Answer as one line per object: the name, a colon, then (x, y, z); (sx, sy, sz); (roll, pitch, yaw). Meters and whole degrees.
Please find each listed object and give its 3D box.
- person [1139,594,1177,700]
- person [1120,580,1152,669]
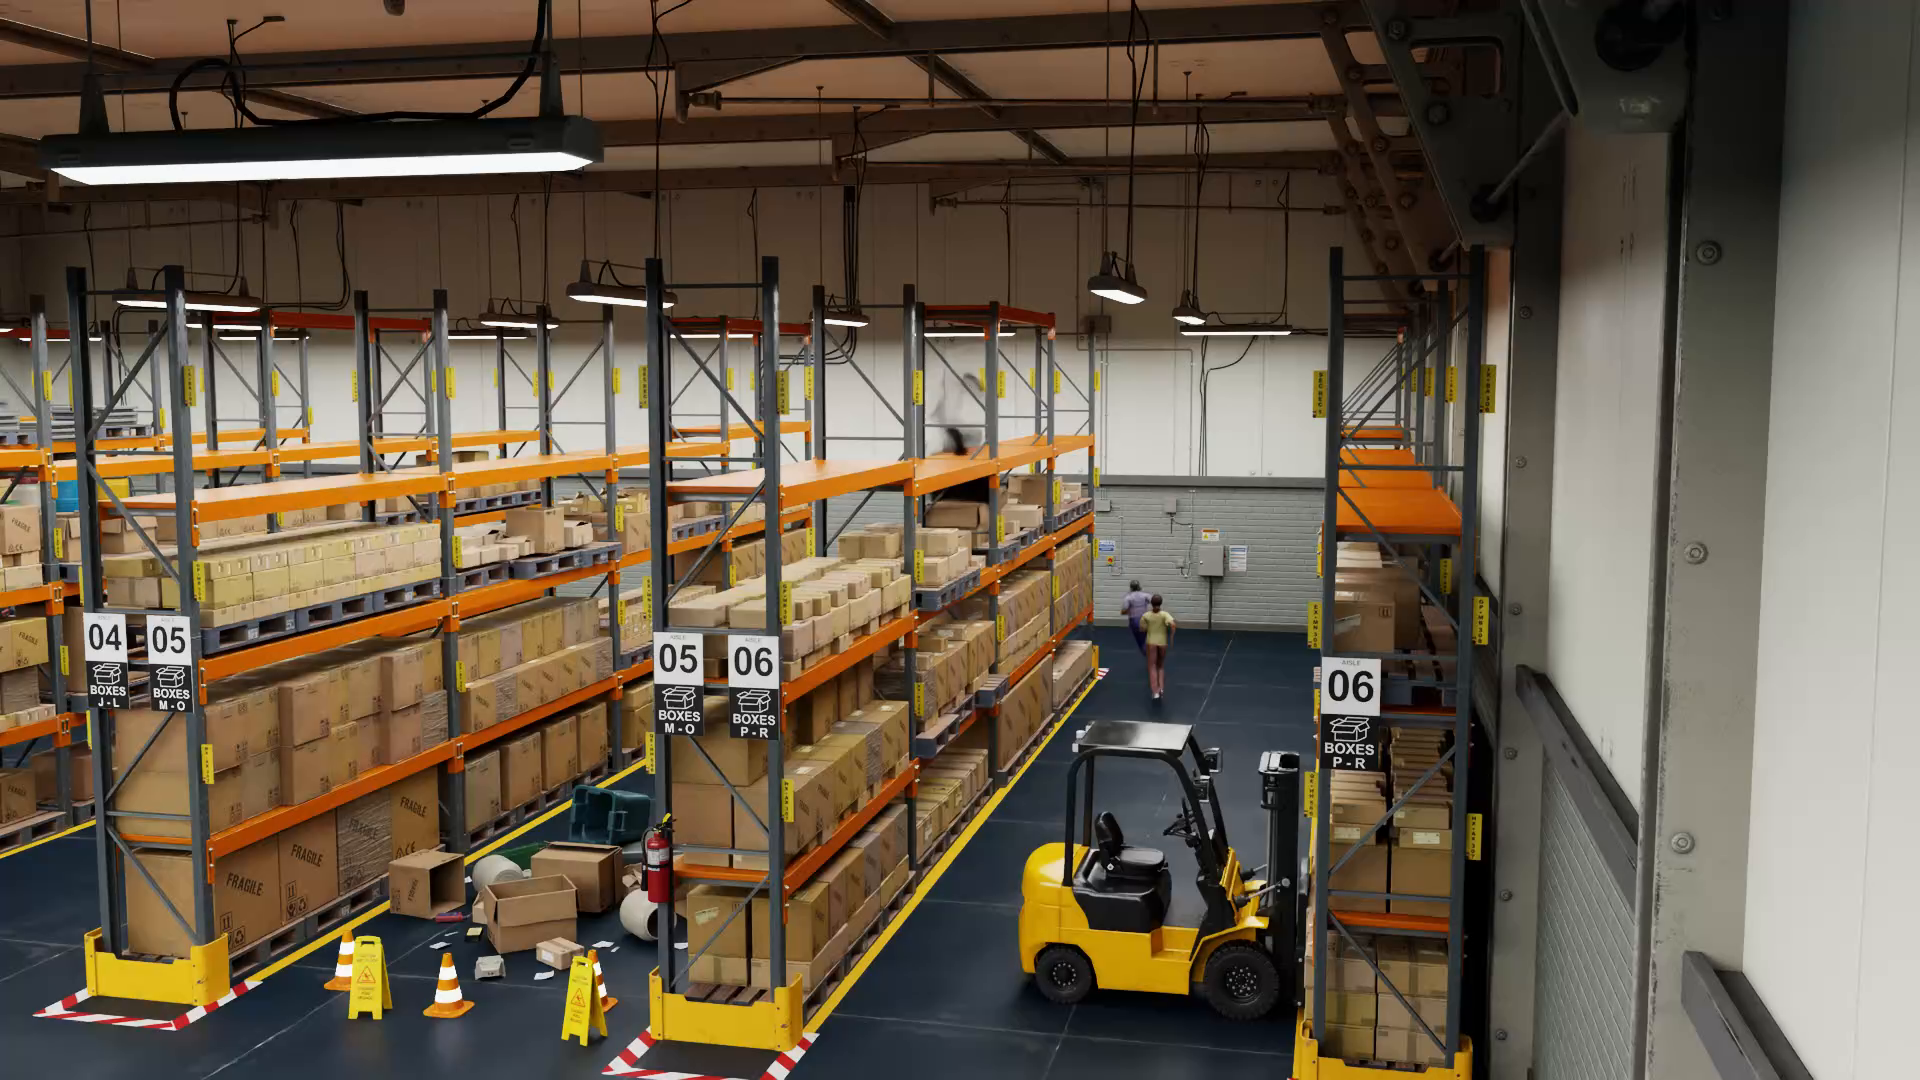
person: (3.072, 1.705, 26.005); (0.544, 1.725, 0.737); (0, 6, -3)
person: (3.102, 1.503, 28.604); (0.717, 1.643, 0.750); (-2, 6, -17)
